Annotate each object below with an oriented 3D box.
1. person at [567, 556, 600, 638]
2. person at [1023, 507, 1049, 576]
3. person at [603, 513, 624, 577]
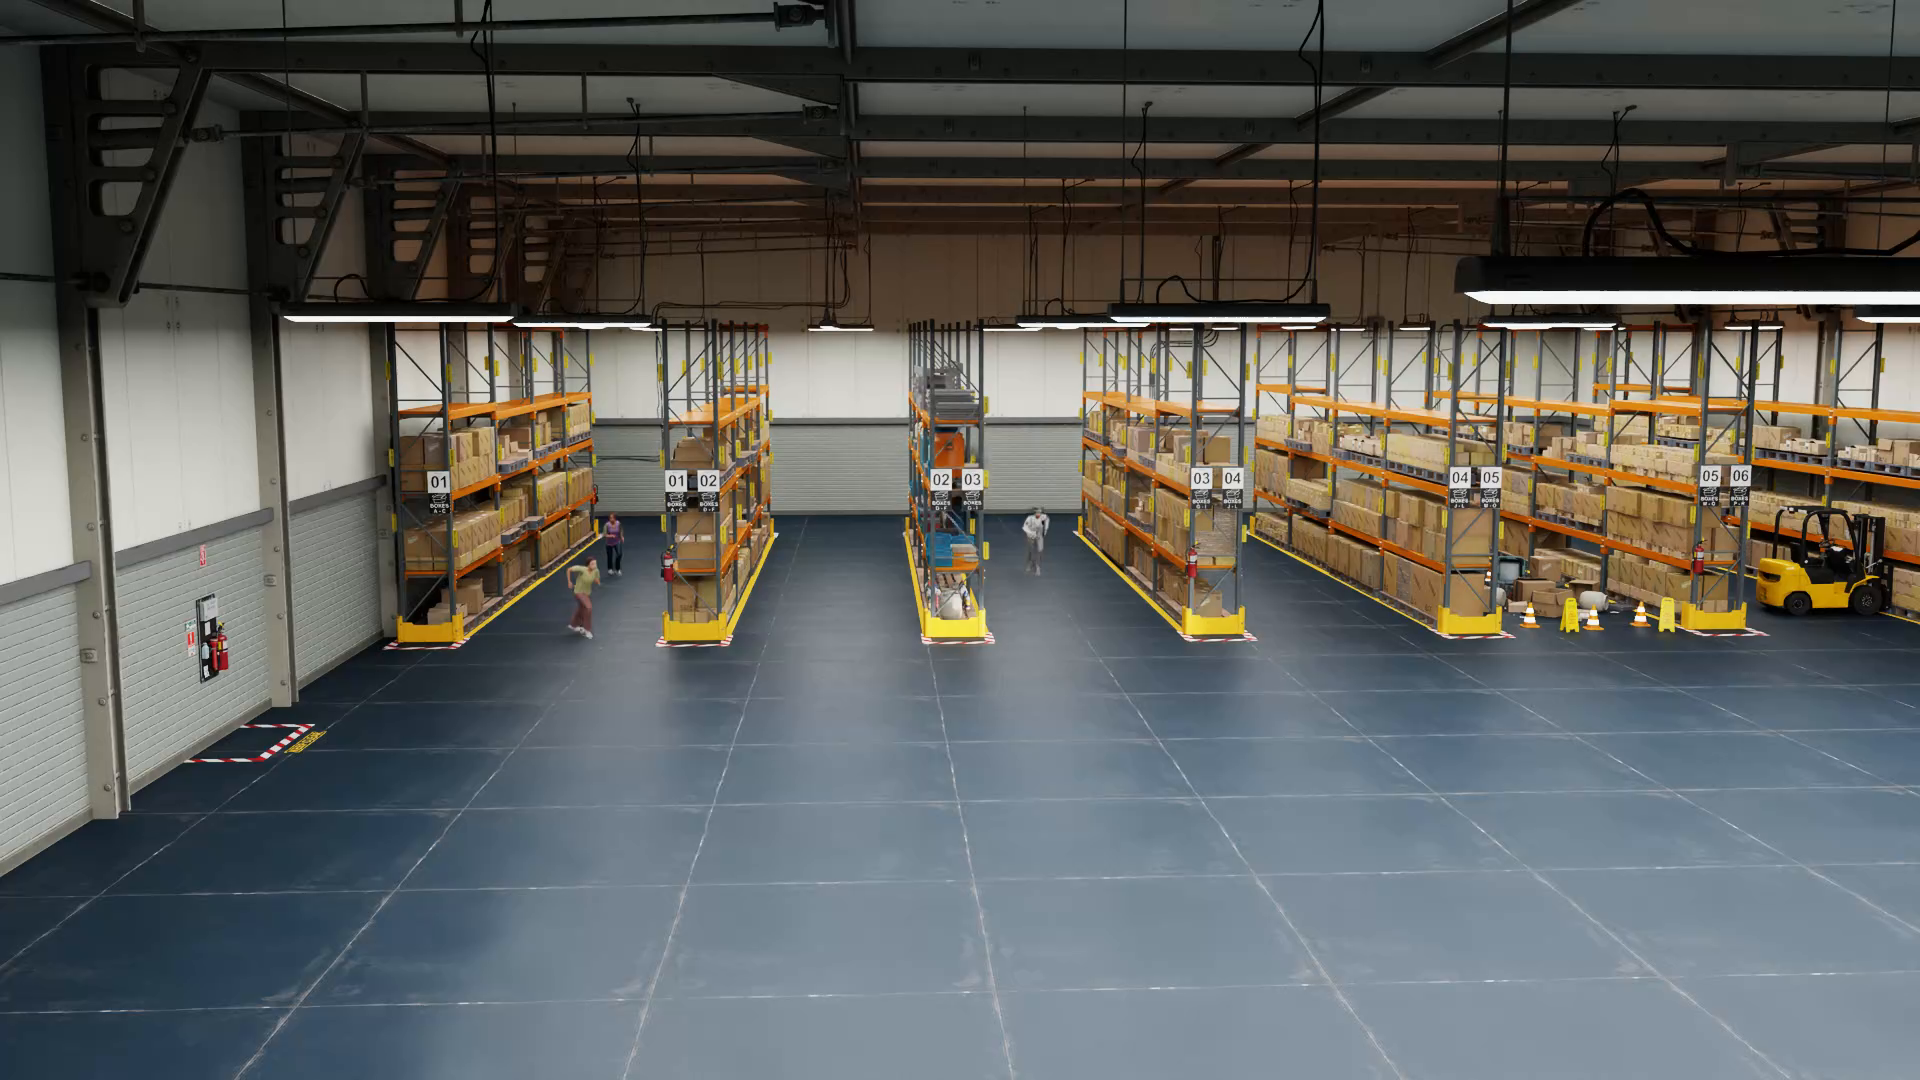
[{"bbox_3d":[-7.193,1.073,31.603,0.940,1.602,0.622,7,10,44],"label":"person"},{"bbox_3d":[1.729,-0.011,38.454,0.659,1.598,0.953,-2,7,-15],"label":"person"},{"bbox_3d":[-8.194,0.124,39.331,0.545,1.511,0.907,-3,8,-21],"label":"person"}]
